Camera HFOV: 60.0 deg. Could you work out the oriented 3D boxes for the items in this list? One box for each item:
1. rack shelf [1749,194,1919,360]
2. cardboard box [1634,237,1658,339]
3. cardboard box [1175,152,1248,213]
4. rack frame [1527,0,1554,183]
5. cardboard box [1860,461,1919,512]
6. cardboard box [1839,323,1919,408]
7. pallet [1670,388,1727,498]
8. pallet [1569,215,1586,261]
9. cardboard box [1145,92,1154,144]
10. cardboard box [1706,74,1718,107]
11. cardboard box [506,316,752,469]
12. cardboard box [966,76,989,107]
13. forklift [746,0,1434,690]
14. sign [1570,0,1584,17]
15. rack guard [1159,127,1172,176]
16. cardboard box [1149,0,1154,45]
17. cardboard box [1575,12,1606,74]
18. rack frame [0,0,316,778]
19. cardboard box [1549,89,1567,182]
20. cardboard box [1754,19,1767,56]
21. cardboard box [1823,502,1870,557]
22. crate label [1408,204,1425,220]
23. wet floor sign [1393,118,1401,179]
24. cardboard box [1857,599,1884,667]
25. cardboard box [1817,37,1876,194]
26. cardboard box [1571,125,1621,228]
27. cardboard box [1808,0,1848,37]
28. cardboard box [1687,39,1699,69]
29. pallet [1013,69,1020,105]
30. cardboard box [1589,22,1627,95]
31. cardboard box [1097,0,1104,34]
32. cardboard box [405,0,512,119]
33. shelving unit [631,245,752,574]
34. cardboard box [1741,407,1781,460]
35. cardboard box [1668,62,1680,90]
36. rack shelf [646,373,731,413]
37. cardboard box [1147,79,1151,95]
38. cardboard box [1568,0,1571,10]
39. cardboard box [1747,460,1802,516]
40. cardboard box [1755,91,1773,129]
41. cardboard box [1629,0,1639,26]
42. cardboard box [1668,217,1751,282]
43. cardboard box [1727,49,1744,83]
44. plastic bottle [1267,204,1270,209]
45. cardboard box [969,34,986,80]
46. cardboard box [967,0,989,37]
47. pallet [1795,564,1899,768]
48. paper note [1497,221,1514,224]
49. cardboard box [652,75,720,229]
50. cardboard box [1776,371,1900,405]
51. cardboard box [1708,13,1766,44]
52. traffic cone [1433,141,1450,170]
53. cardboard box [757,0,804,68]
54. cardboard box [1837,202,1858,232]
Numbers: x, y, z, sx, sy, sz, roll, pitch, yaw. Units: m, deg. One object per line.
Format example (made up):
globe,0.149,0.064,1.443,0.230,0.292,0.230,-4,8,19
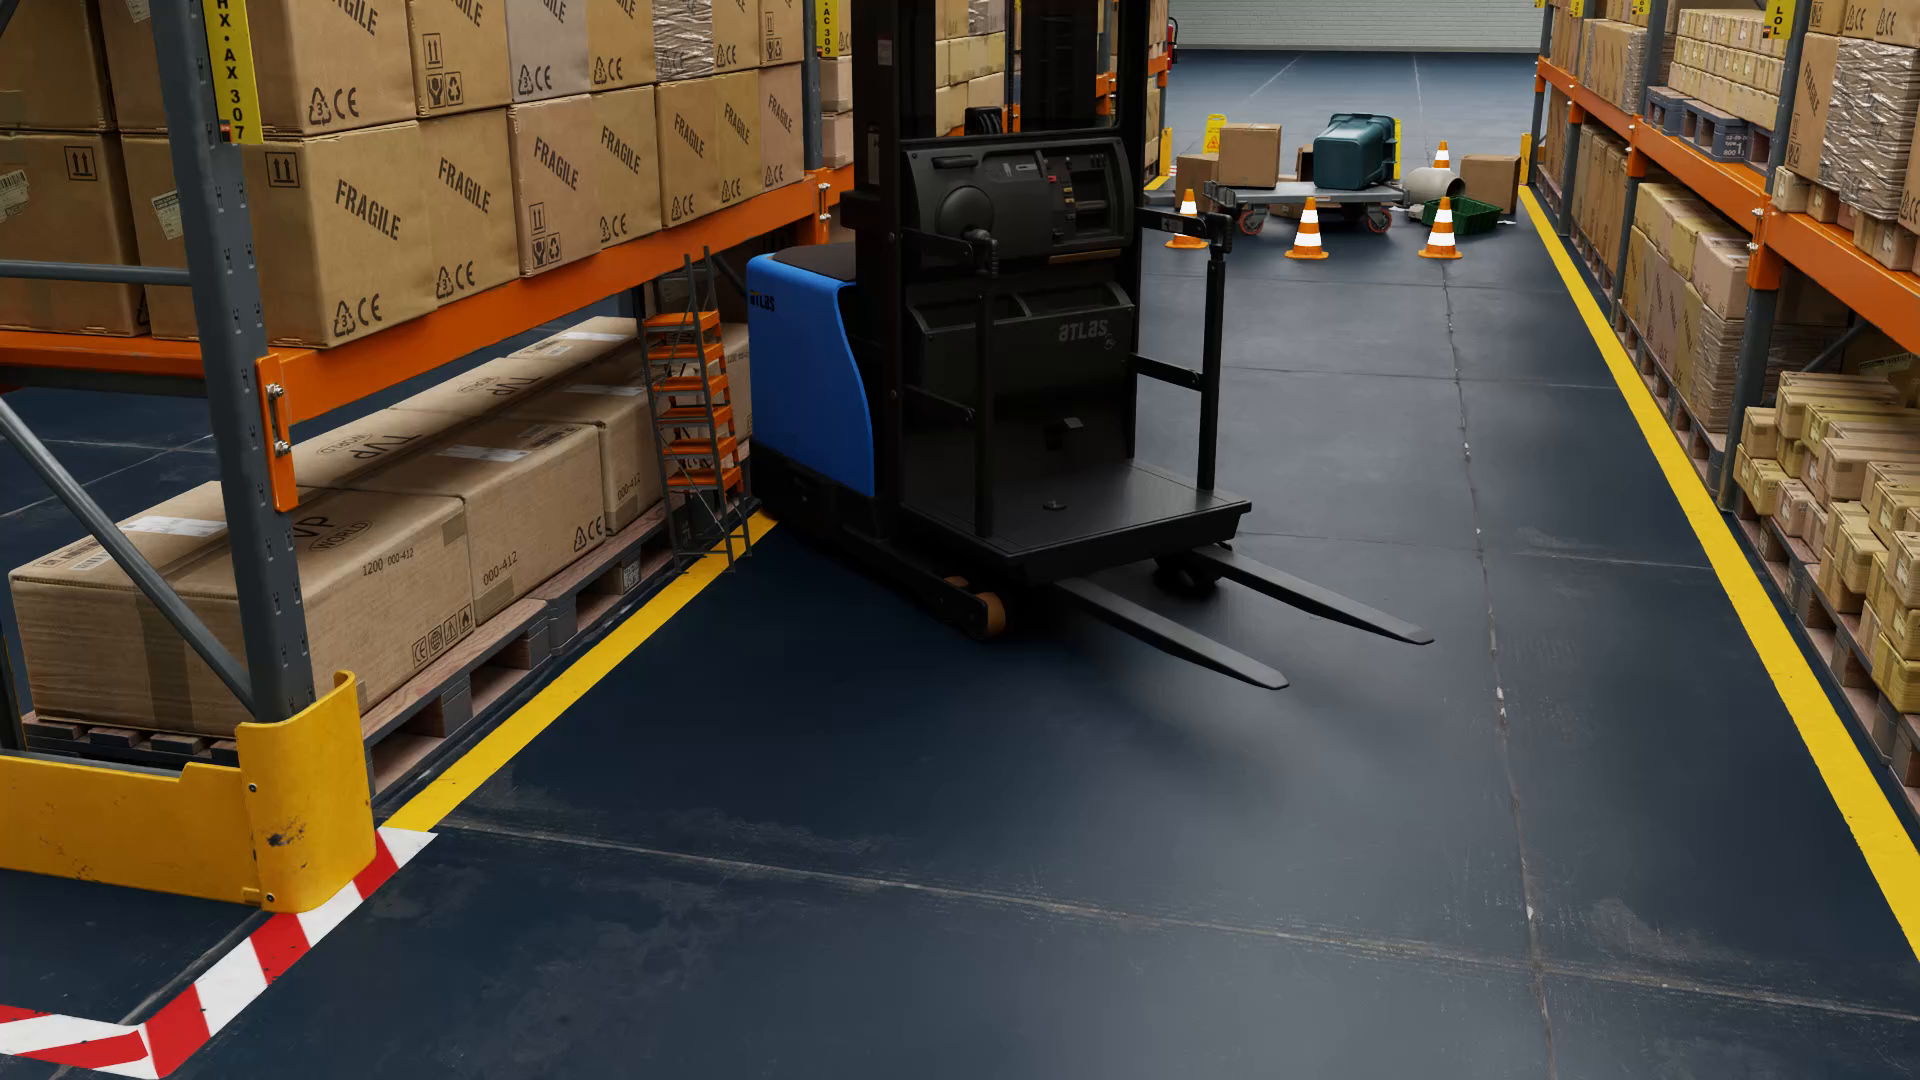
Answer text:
rack shelf,3.219,-0.542,4.747,1.077,0.370,4.000,5,19,13
cardboard box,4.145,-1.420,9.421,0.500,0.500,0.500,5,19,14
cardboard box,2.418,-3.423,15.932,0.500,0.500,0.500,-13,23,-34
rack frame,6.639,-5.271,17.478,1.000,3.000,0.127,5,19,13
cardboard box,3.114,-0.135,5.284,0.380,0.149,0.250,4,19,11
cardboard box,4.145,-0.736,7.419,0.500,0.500,0.500,5,20,16
pallet,3.896,-0.434,7.632,1.003,0.211,1.213,5,19,13
pallet,5.546,-2.450,13.533,1.003,0.211,1.213,5,19,13
cardboard box,1.747,-4.447,17.510,0.500,0.500,0.500,5,20,15
cardboard box,4.057,-2.303,8.529,0.380,0.149,0.250,5,19,14
cardboard box,-1.375,-0.667,7.313,0.875,0.438,0.875,4,19,13
cardboard box,-0.122,-2.711,10.216,0.500,0.250,0.500,5,19,14
forklift,0.345,-1.218,5.720,1.130,2.935,3.031,-12,22,-31
sign,5.123,-4.507,13.782,0.100,0.325,0.005,5,19,13
rack guard,1.796,-4.423,18.864,1.175,0.500,0.348,5,19,13
cardboard box,1.697,-5.313,16.987,0.500,0.500,0.500,5,19,13
cardboard box,5.740,-4.205,14.125,0.875,0.550,0.550,5,19,13
rack frame,-2.095,-0.615,3.848,1.000,3.000,0.127,5,19,13
cardboard box,6.325,-3.970,16.308,0.875,0.875,0.875,4,19,13
cardboard box,3.810,-2.260,7.481,0.380,0.149,0.250,5,19,13
cardboard box,3.027,-0.003,5.357,0.380,0.149,0.250,5,19,13
crate label,4.272,-2.998,15.254,0.298,0.136,0.250,-9,21,-24
wet floor sign,4.726,-4.322,18.343,0.267,0.644,0.232,1,19,4
cardboard box,2.905,0.301,4.926,0.380,0.149,0.250,5,19,14
cardboard box,3.228,-1.407,5.550,0.500,0.500,0.500,5,19,13
cardboard box,5.597,-2.949,13.513,1.050,0.750,0.750,5,19,13
cardboard box,3.361,-2.049,5.883,0.500,0.500,0.500,5,20,15
cardboard box,4.245,-2.679,9.169,0.380,0.149,0.250,4,19,12
pallet,-0.069,-3.264,11.898,1.213,0.211,1.003,5,19,13
cardboard box,5.025,-3.606,12.449,0.500,0.500,0.500,5,19,13
cardboard box,0.947,-4.600,14.250,0.500,0.500,0.500,4,19,12
cardboard box,-1.582,-1.426,4.520,0.500,0.500,0.500,4,19,12
shelving unit,-0.996,-0.472,6.177,0.258,1.200,0.189,-1,18,14
cardboard box,3.308,-0.412,6.553,0.380,0.149,0.250,6,20,16
cardboard box,4.380,-2.719,9.746,0.380,0.149,0.250,4,19,13
rack shelf,-1.003,-0.544,6.154,0.258,0.103,0.180,-1,18,14
cardboard box,1.783,-4.719,17.303,0.380,0.149,0.250,5,19,14
cardboard box,5.807,-4.893,14.471,0.875,0.550,0.550,5,19,13
cardboard box,3.242,-0.187,6.355,0.380,0.149,0.250,5,20,15
cardboard box,3.738,-1.889,7.316,0.380,0.149,0.250,5,19,13
cardboard box,5.174,-3.903,11.774,0.700,0.500,0.500,4,19,13
cardboard box,3.898,-1.460,8.380,0.500,0.250,0.500,4,19,11
cardboard box,3.932,-2.284,8.012,0.380,0.149,0.250,5,19,14
plastic bottle,2.971,-3.242,16.085,0.133,0.061,0.283,8,21,23
cardboard box,-0.134,-2.955,10.158,0.500,0.250,0.500,4,19,12
cardboard box,-0.130,-3.299,10.003,0.500,0.500,0.500,5,19,14
pallet,3.281,0.407,5.170,1.003,0.211,1.213,5,19,13
paper note,4.948,-2.894,15.114,0.147,0.020,0.142,-9,21,-24
cardboard box,-1.212,-1.430,6.079,0.500,0.500,0.500,4,19,13
cardboard box,3.422,-0.549,6.495,0.380,0.149,0.250,5,20,16
cardboard box,4.127,-2.666,8.671,0.380,0.149,0.250,6,20,16
traffic cone,5.132,-4.016,17.729,0.336,0.463,0.334,5,19,13
cardboard box,-0.965,-2.220,6.844,0.500,0.500,0.500,4,19,13
cardboard box,3.315,-1.153,5.812,0.380,0.149,0.250,4,19,11
